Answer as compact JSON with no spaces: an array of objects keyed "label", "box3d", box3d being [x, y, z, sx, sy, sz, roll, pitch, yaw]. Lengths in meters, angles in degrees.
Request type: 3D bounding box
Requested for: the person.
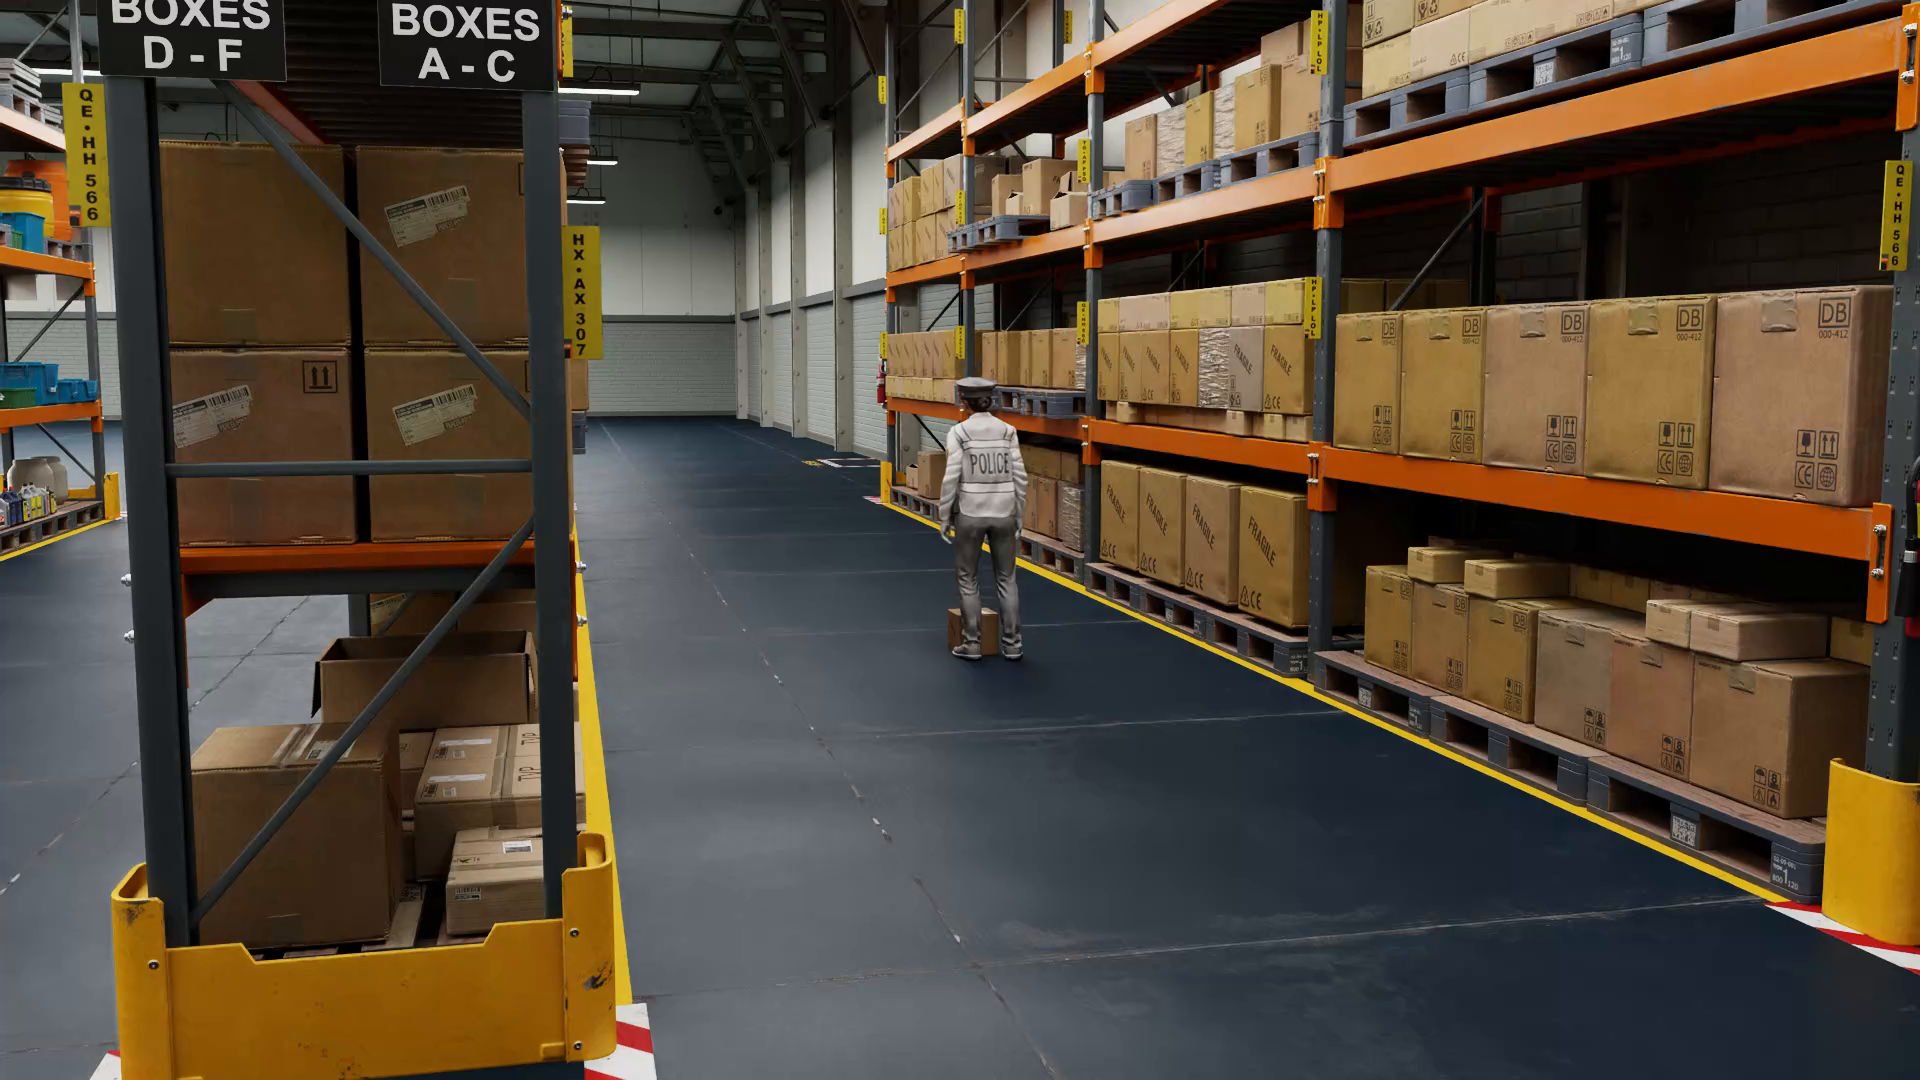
[{"label":"person","box3d":[0.130,-0.124,9.786,0.547,1.666,0.412,-2,7,-17]}]
